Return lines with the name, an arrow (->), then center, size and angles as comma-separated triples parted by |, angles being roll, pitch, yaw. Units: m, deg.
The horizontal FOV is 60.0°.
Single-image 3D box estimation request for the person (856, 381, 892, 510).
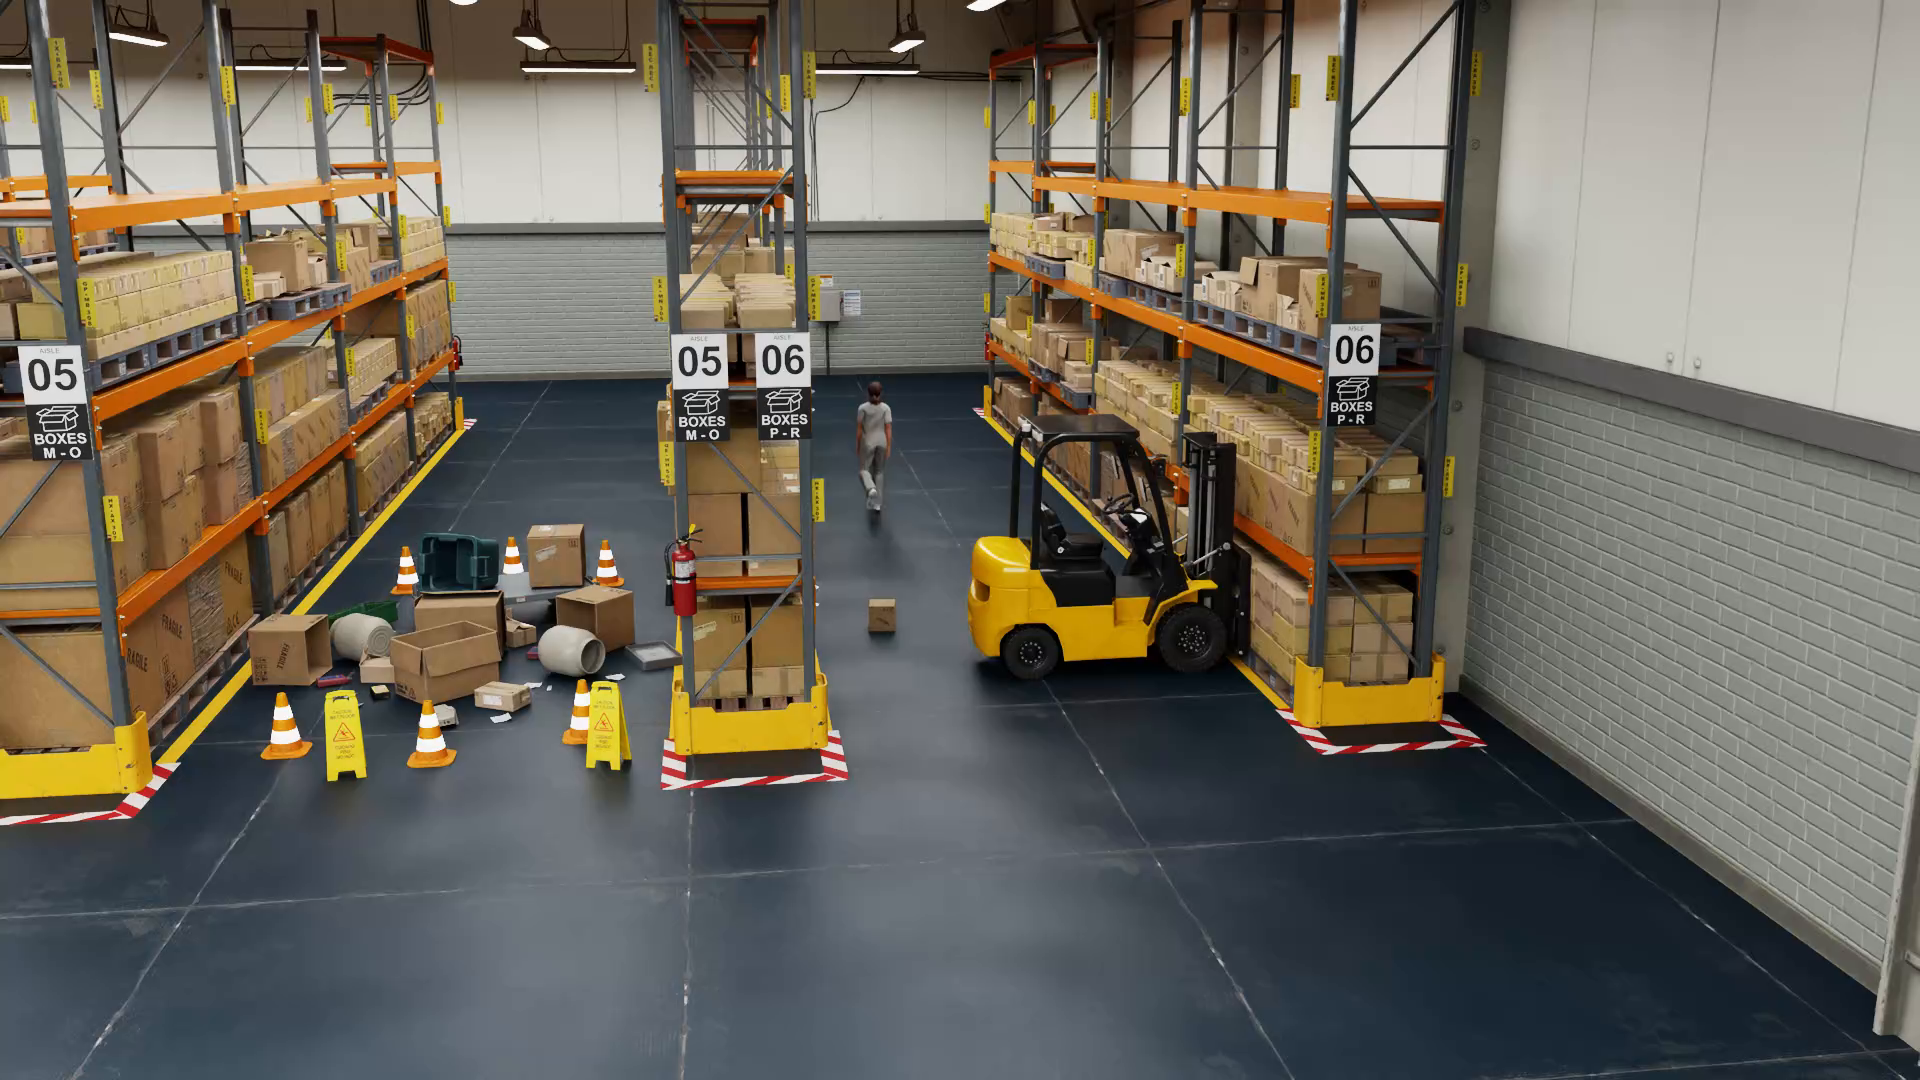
person -> -1.072, -1.171, 20.894 | 0.445, 1.653, 0.667 | -3, 14, -14
